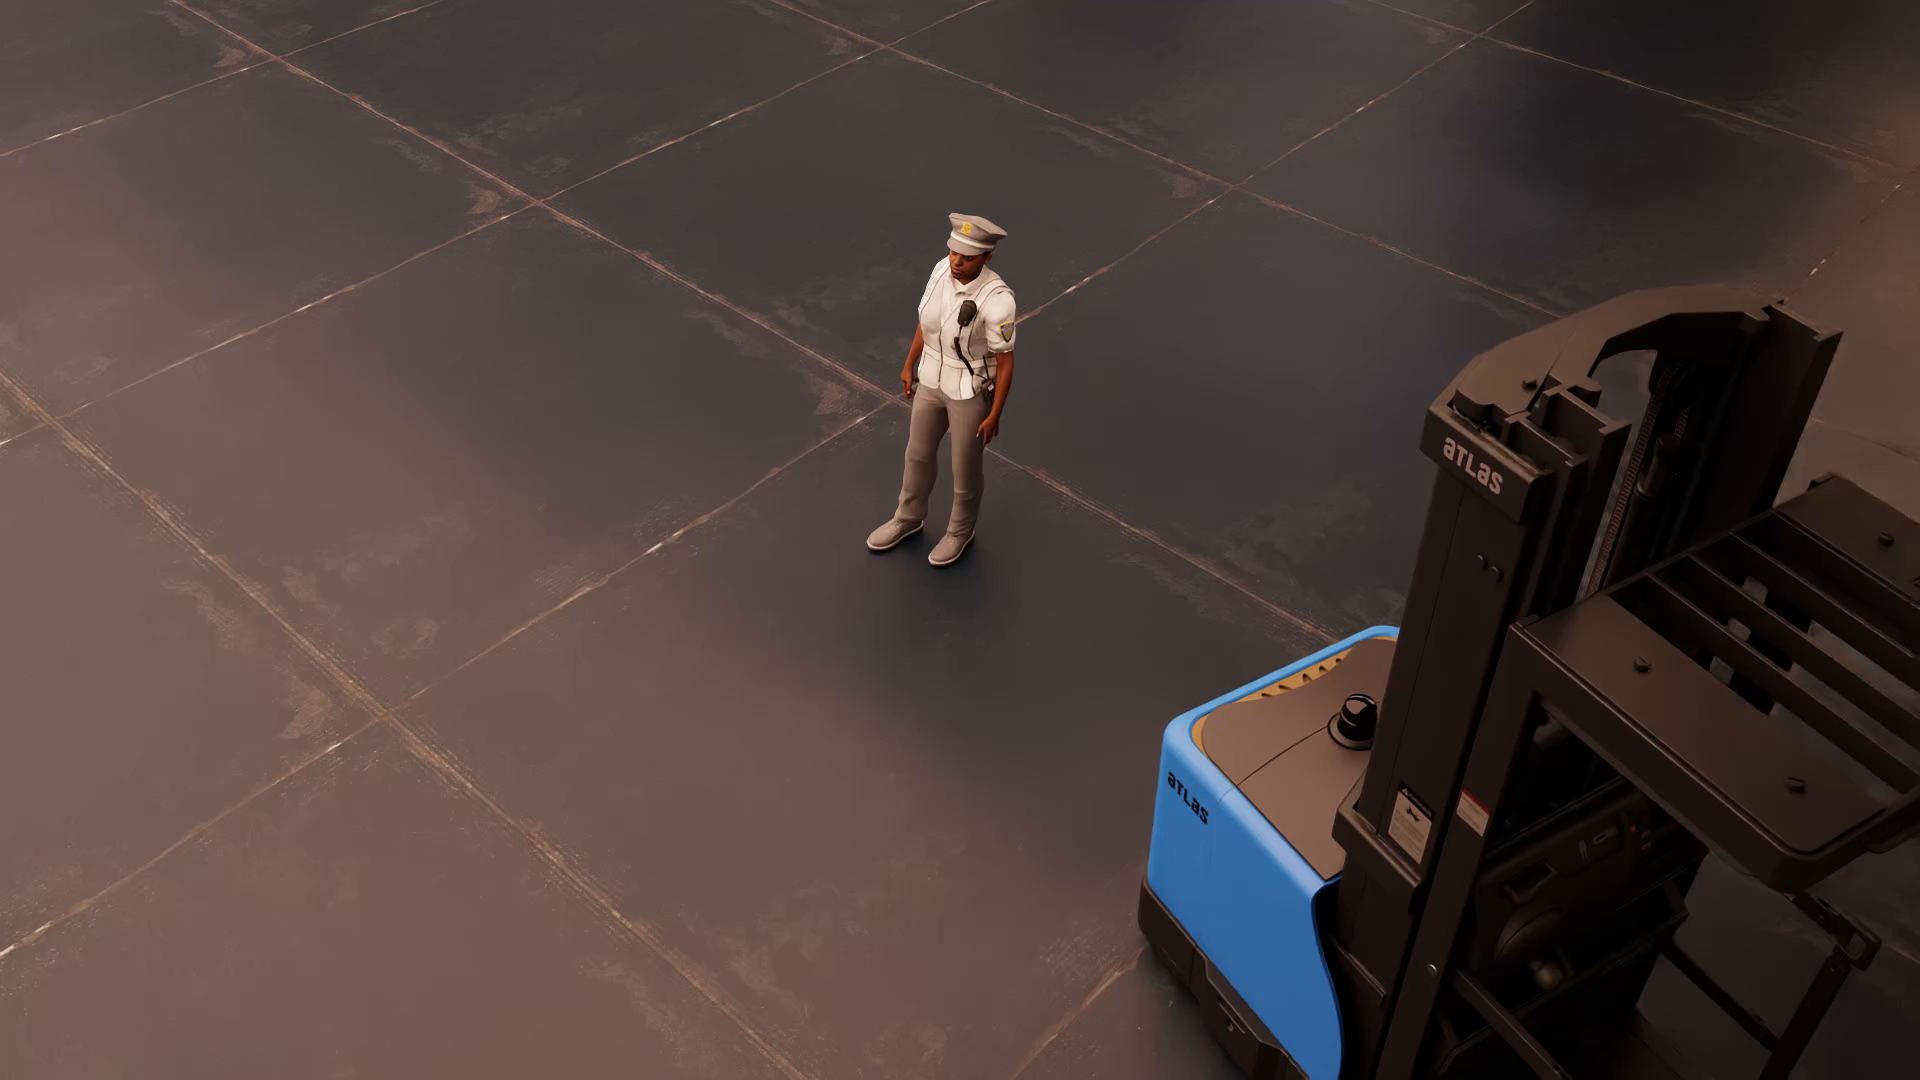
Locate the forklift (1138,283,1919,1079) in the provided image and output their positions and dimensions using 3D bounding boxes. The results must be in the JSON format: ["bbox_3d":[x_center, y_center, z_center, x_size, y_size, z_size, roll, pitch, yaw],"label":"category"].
[{"bbox_3d":[1.824,0.957,4.313,1.130,2.935,3.031,-21,45,-23],"label":"forklift"}]

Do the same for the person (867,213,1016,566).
[{"bbox_3d":[-0.065,-0.621,7.090,0.570,1.697,0.528,31,49,31],"label":"person"}]
